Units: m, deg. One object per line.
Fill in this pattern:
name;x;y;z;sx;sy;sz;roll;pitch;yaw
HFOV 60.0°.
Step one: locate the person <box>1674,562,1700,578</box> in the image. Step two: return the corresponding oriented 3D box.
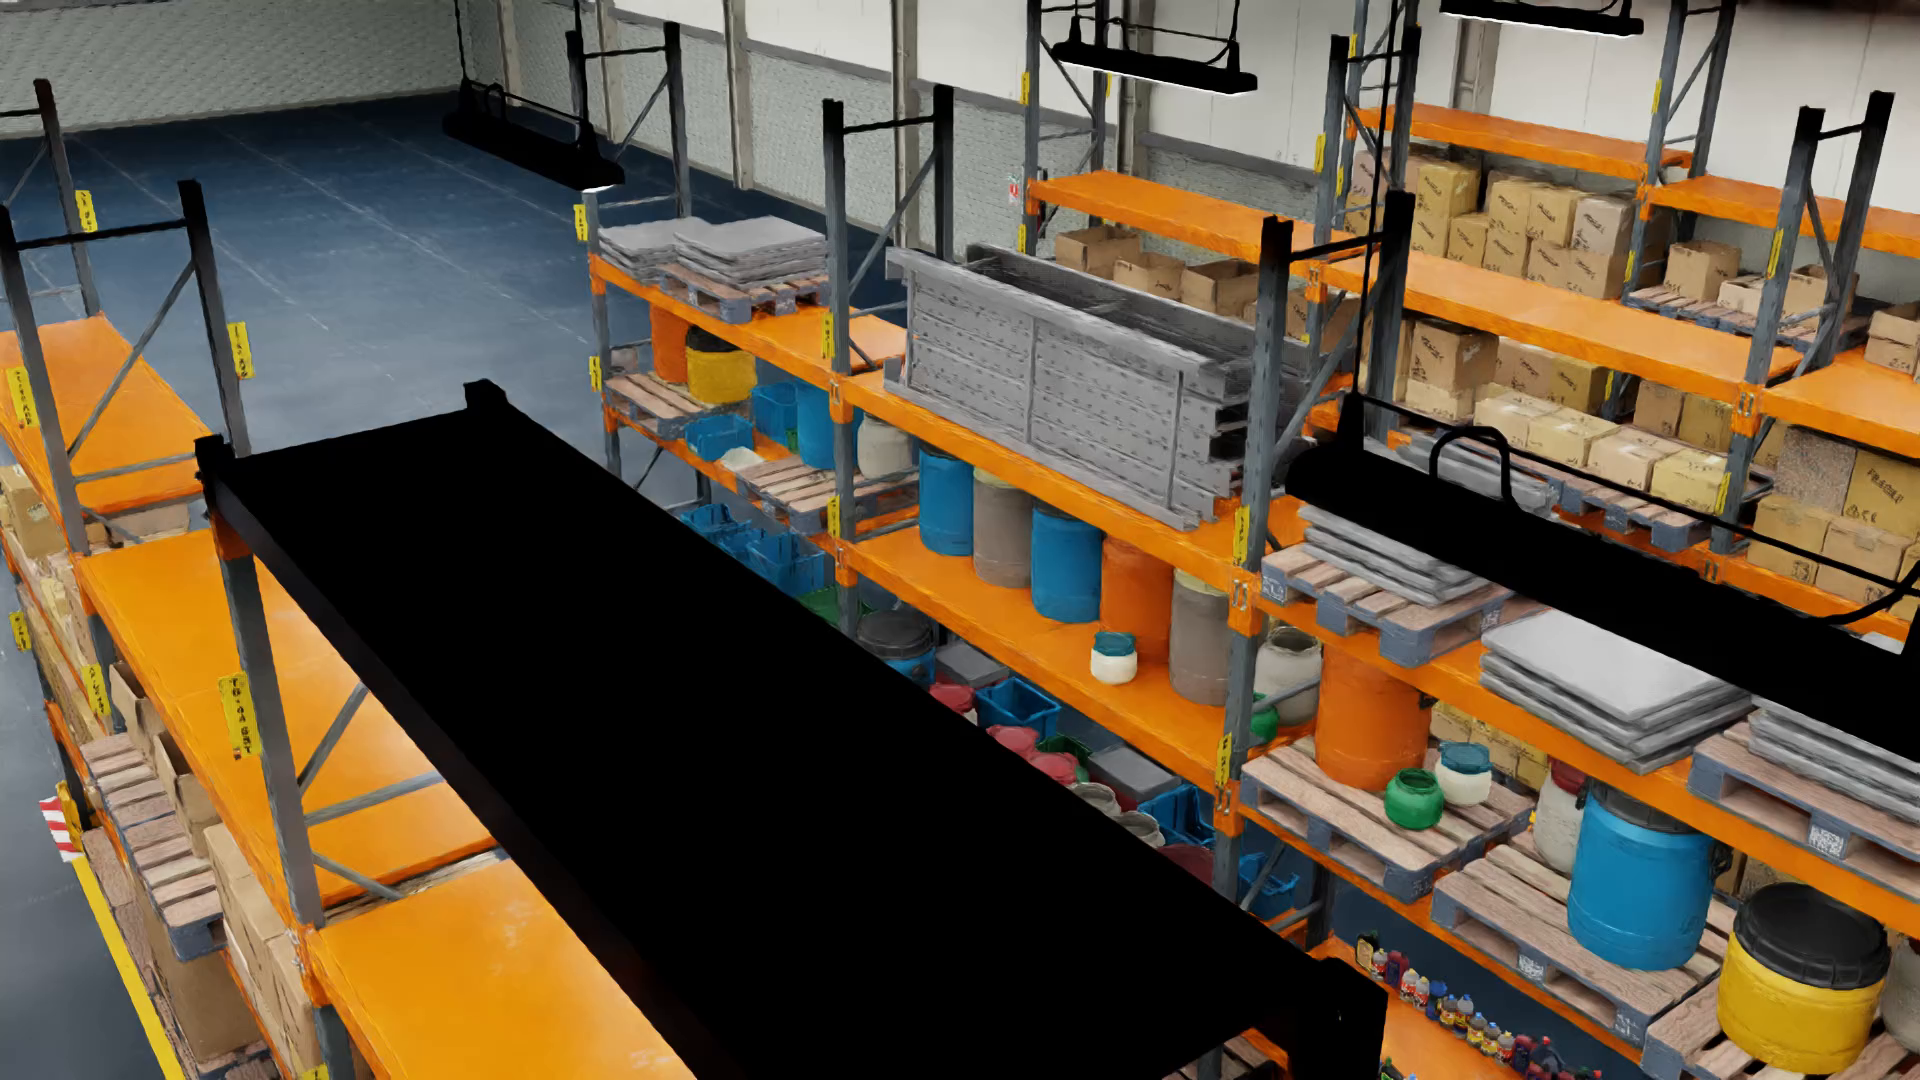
person;7.462;0.173;16.731;0.625;1.596;0.517;-19;31;-35
